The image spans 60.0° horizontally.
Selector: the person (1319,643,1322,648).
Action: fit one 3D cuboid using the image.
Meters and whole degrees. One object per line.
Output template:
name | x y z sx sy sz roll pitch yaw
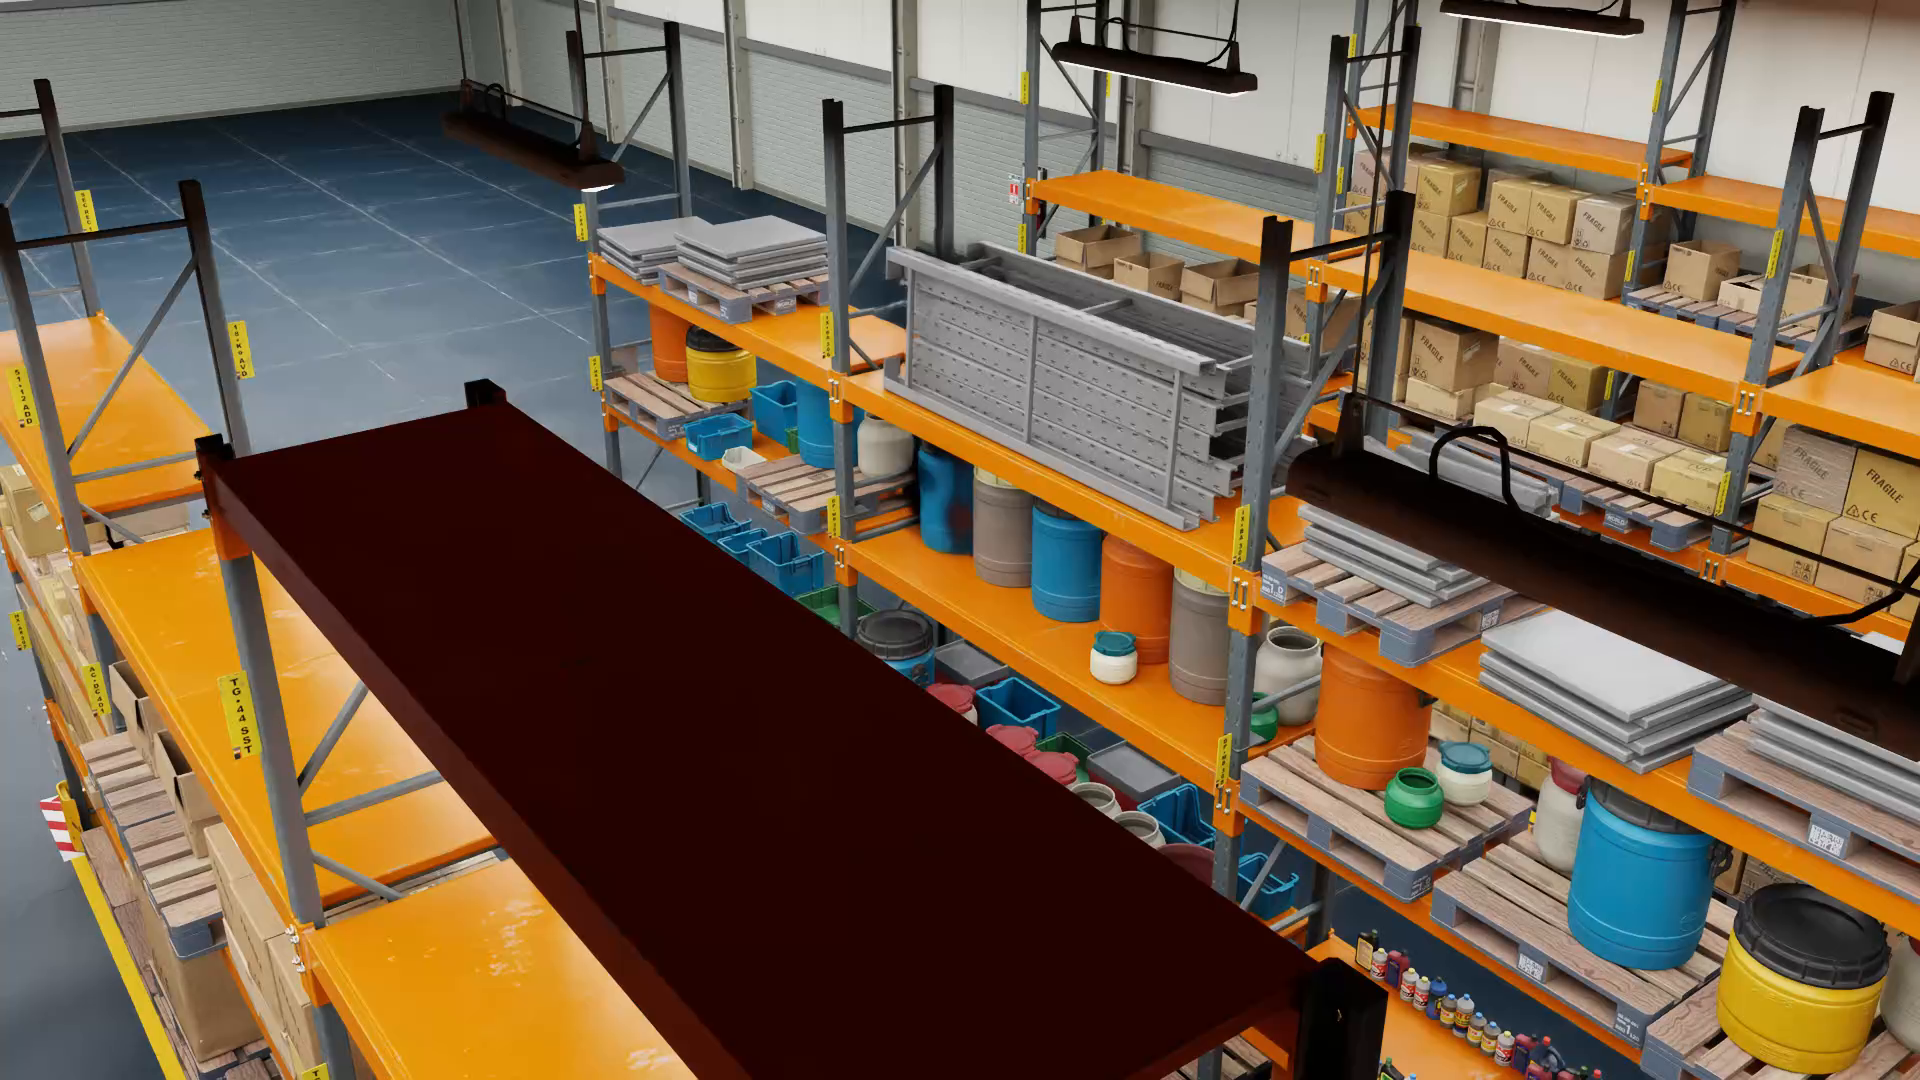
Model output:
person | 2.922 1.609 13.377 0.643 1.766 0.776 -20 31 -36
